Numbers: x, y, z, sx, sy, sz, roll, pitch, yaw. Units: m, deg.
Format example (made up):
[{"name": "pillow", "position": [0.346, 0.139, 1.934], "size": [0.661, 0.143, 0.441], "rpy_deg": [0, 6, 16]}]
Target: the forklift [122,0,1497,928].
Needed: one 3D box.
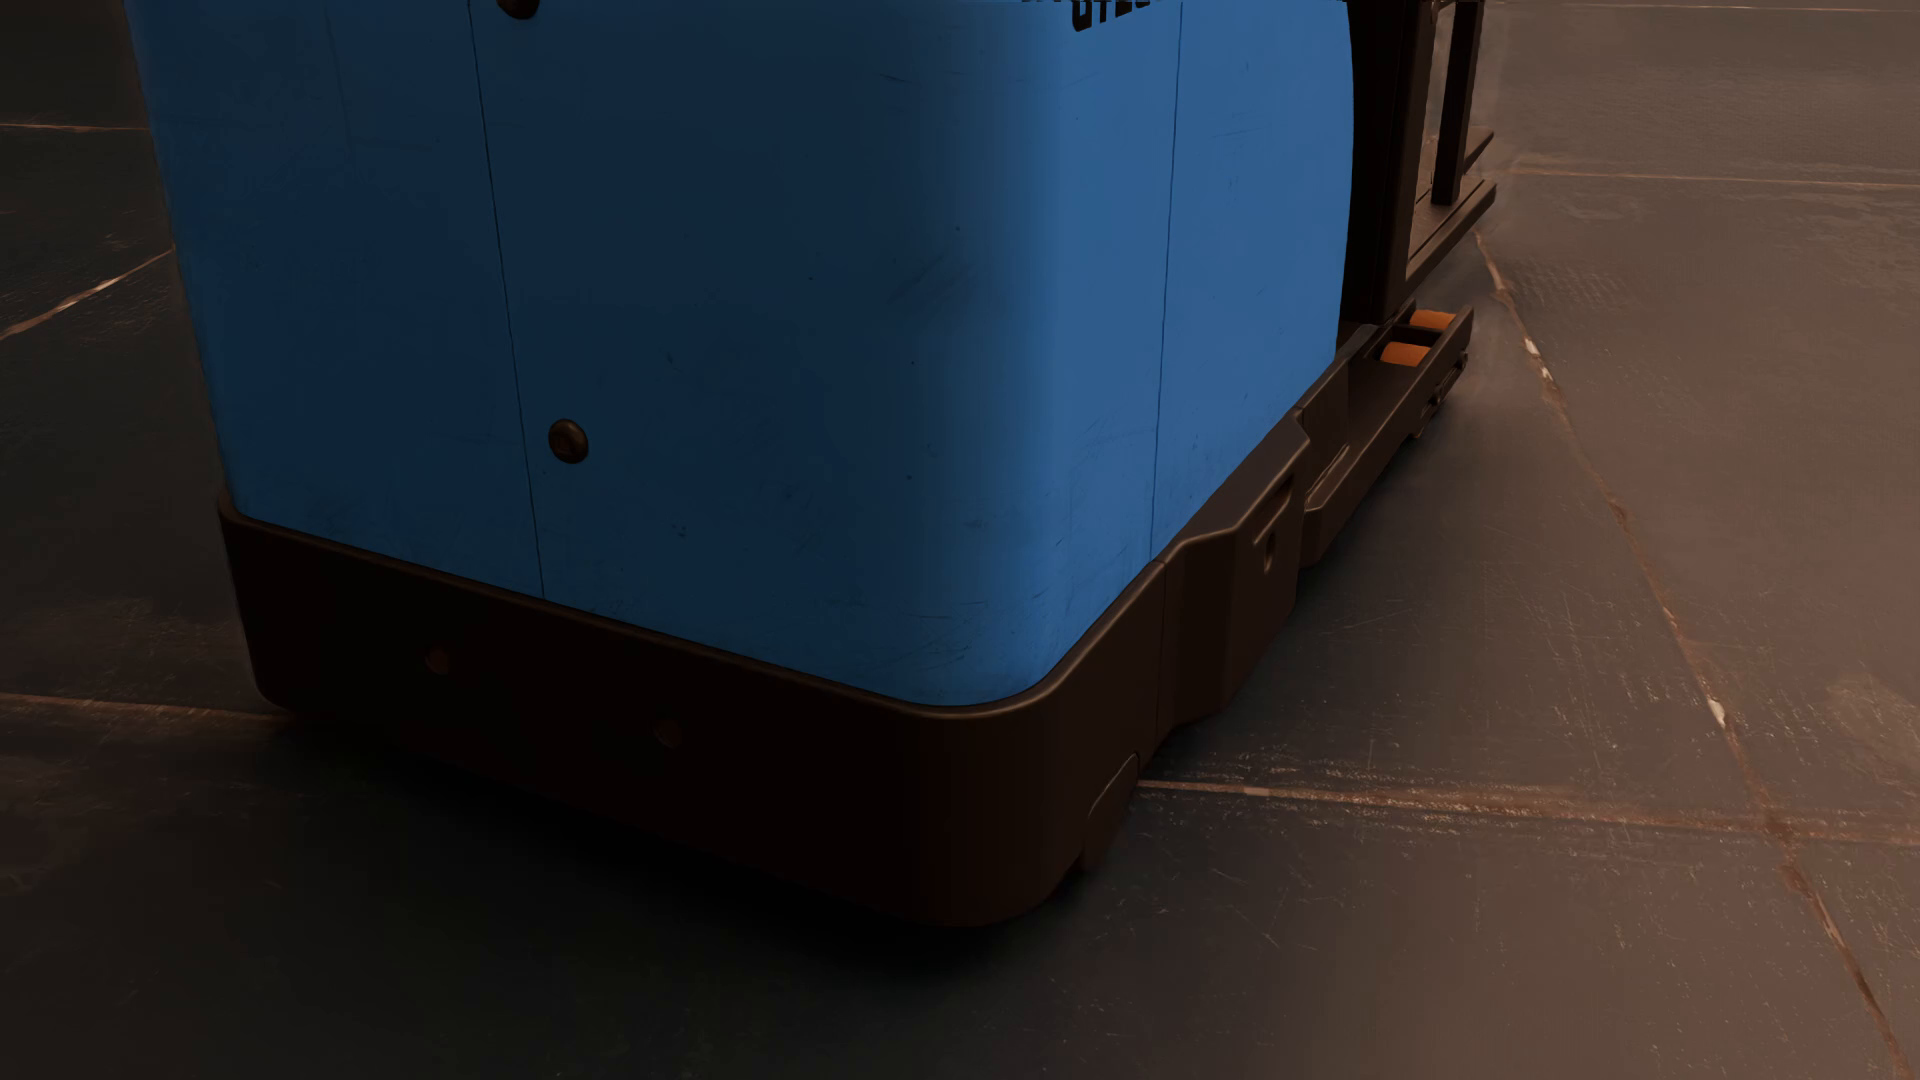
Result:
[{"name": "forklift", "position": [0.272, -1.566, 2.356], "size": [1.130, 2.935, 3.031], "rpy_deg": [13, 29, 24]}]
